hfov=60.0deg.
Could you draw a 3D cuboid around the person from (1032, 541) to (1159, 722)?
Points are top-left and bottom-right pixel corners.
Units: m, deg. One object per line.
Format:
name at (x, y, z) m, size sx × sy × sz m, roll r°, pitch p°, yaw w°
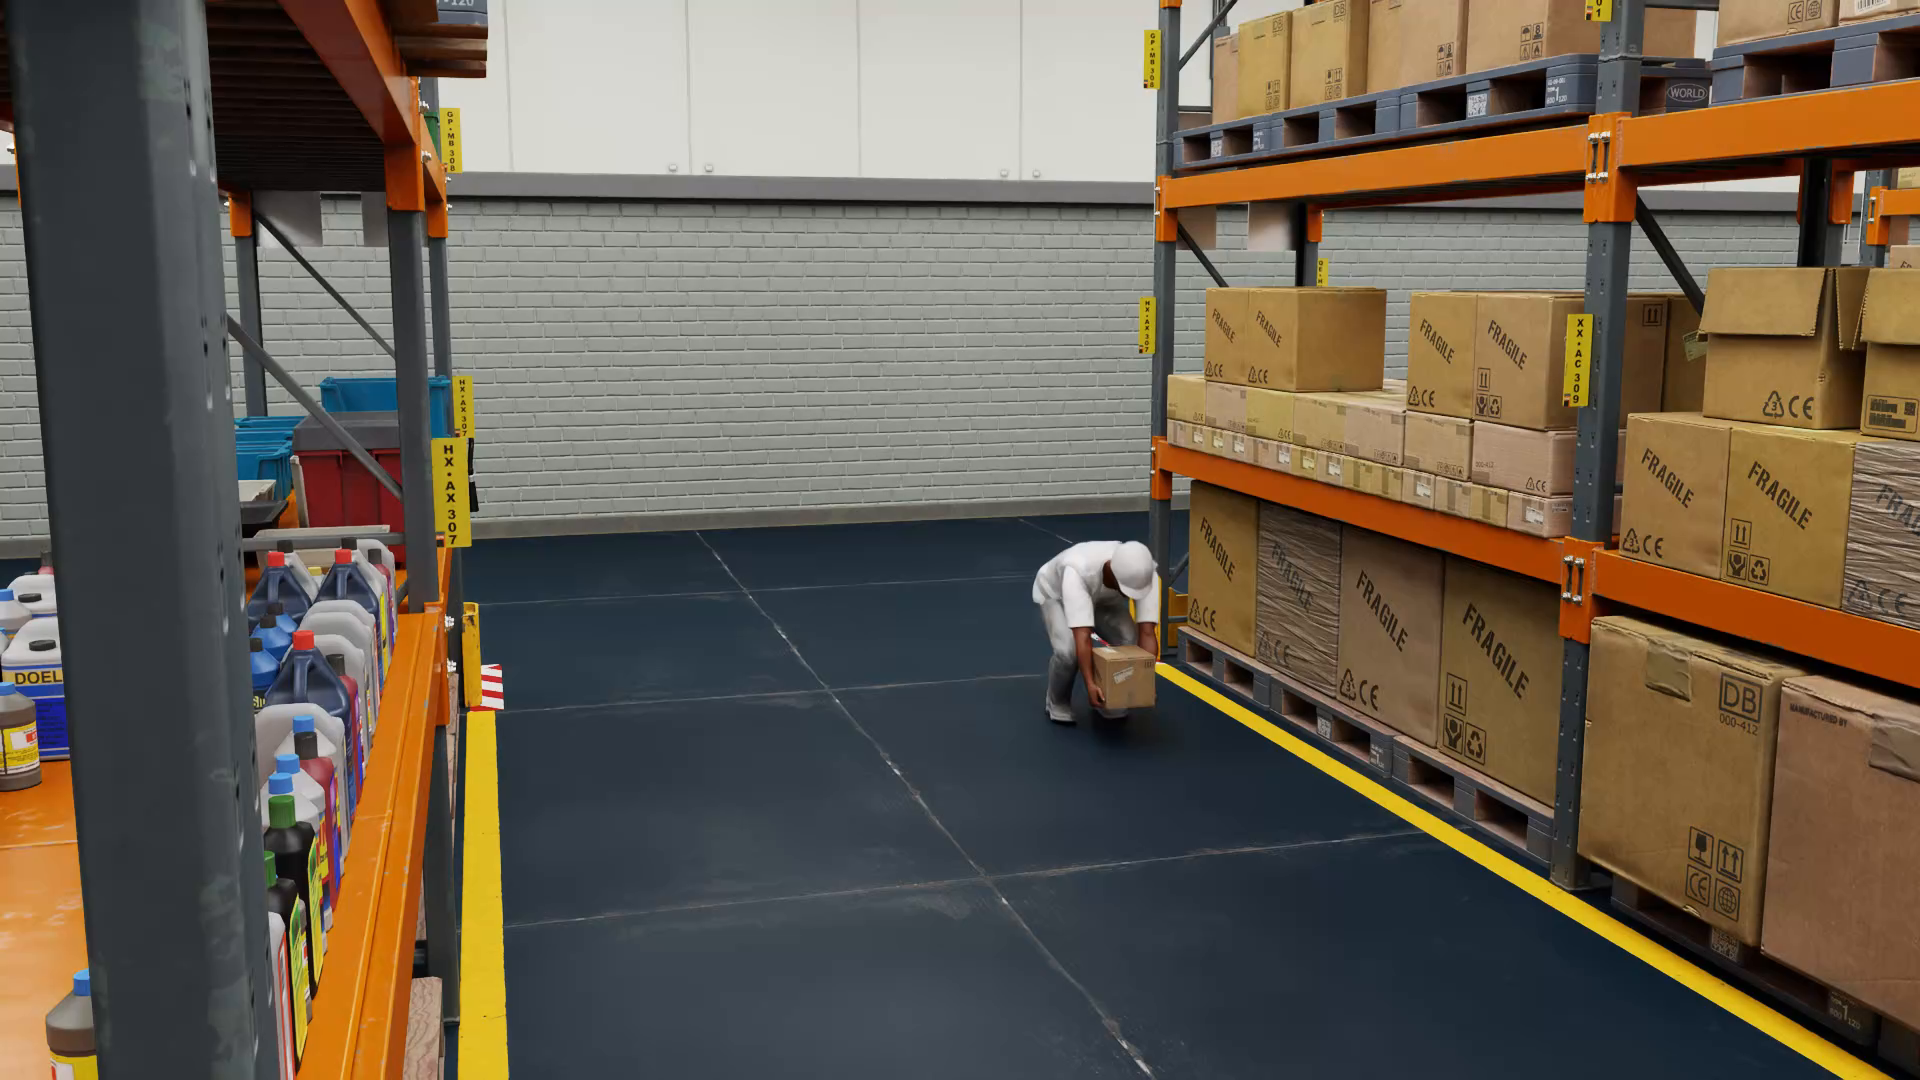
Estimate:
person at (0.714, 0.446, 8.431) m, size 0.528 × 1.006 × 0.941 m, roll -3°, pitch 10°, yaw -18°
